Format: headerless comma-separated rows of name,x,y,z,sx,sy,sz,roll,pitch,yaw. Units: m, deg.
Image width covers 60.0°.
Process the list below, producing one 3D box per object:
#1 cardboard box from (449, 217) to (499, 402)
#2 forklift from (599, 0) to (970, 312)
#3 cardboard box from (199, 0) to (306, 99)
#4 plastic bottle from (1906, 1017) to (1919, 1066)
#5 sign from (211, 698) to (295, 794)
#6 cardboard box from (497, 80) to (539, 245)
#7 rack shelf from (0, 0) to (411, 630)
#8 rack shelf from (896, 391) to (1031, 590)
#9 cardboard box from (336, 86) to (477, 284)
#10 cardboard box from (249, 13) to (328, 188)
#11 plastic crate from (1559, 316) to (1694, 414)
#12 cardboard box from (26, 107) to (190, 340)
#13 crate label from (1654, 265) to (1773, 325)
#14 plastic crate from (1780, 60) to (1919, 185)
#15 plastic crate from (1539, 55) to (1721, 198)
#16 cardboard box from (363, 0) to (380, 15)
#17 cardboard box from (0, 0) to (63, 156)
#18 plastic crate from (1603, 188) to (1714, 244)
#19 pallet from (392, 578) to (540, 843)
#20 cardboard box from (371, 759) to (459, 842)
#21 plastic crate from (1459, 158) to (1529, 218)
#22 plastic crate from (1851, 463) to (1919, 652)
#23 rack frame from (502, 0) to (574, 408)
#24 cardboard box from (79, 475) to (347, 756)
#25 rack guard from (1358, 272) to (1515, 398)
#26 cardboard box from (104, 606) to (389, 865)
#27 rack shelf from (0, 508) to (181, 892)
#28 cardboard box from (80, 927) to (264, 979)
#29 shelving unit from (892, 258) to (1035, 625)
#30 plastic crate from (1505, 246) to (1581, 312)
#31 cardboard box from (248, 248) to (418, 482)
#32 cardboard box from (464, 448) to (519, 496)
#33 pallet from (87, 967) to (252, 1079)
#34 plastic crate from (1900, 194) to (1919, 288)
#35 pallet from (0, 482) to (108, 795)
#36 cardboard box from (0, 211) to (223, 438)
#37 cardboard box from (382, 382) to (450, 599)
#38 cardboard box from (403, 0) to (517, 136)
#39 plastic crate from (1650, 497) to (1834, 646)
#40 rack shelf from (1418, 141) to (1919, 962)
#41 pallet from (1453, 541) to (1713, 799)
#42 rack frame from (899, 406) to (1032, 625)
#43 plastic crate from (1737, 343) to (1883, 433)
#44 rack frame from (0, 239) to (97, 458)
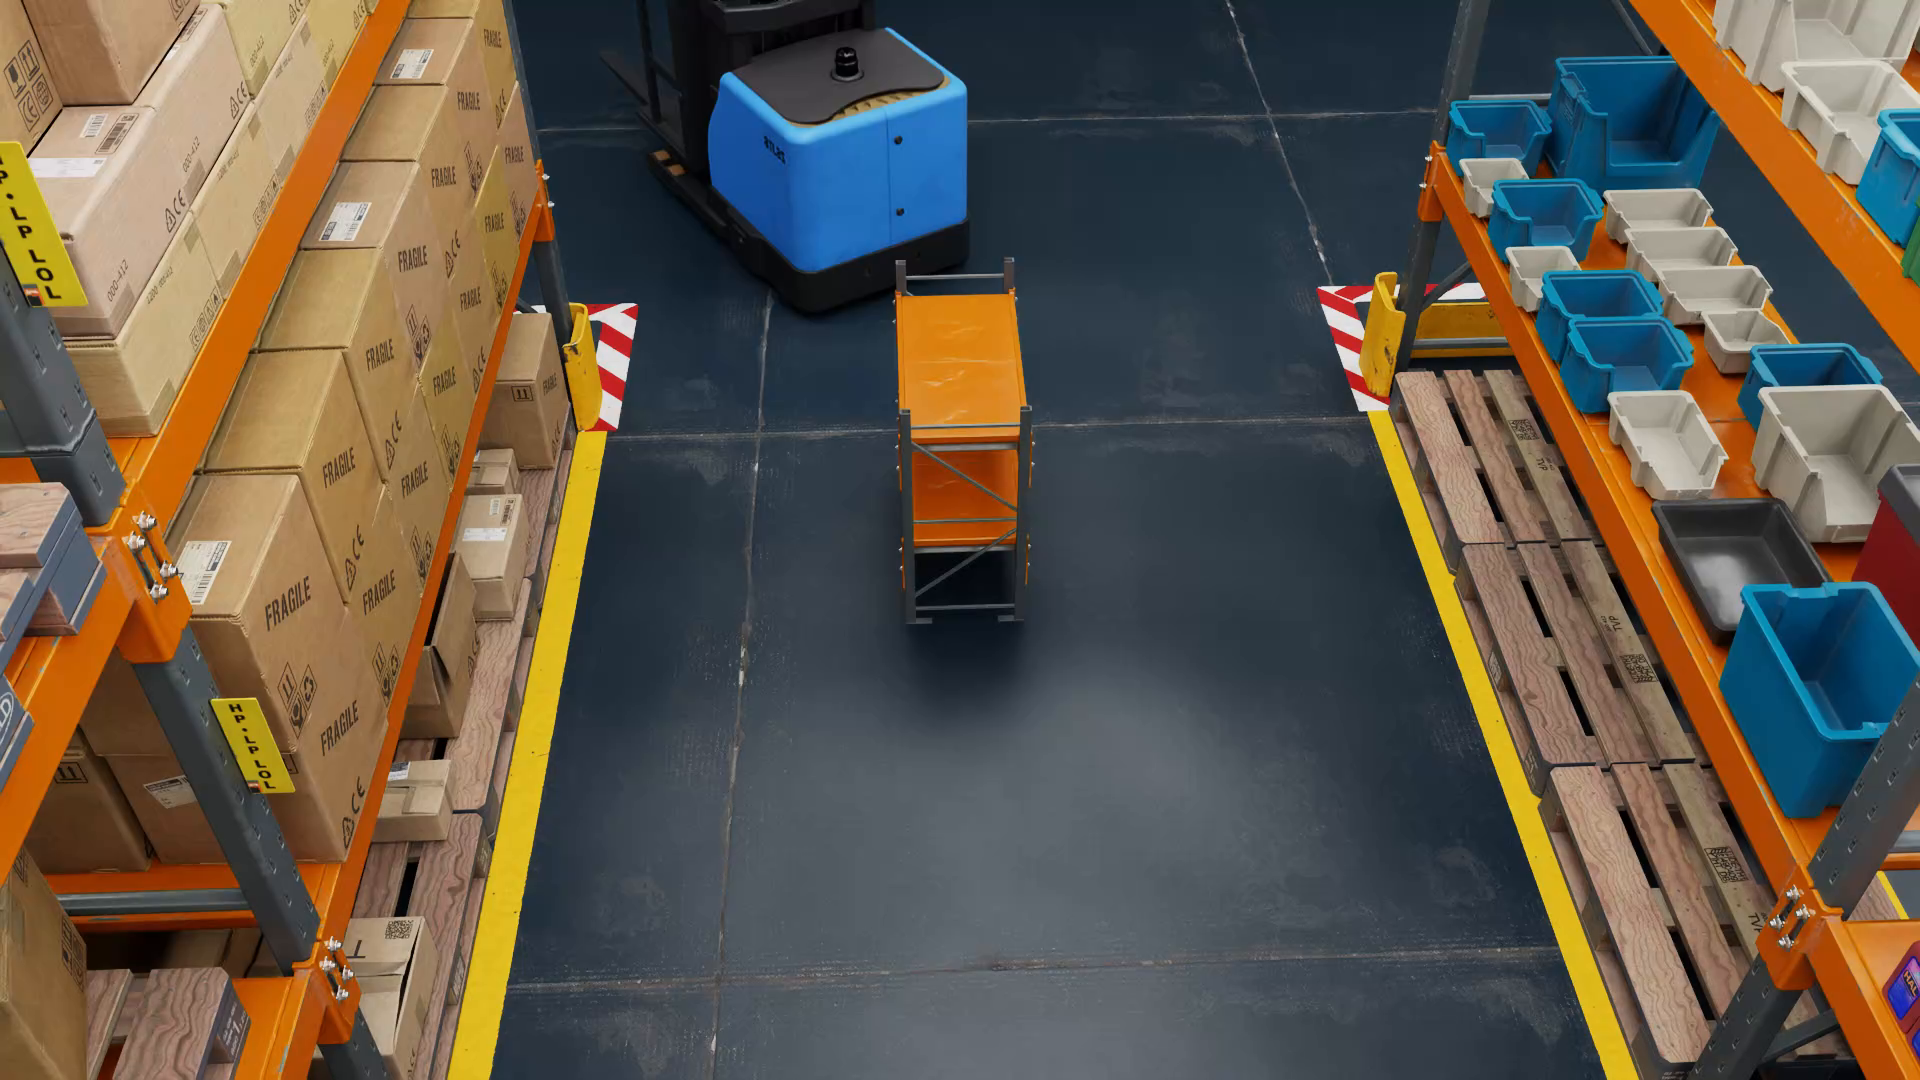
cardboard box,-2.008,-0.837,6.018,0.500,0.500,0.500,-1,43,-1
forklift,-1.164,-3.227,8.751,1.130,2.935,3.031,-23,47,-23
cardboard box,-1.975,-1.326,4.148,0.500,0.250,0.500,-2,43,-2
plastic bottle,2.374,1.172,3.987,0.061,0.283,0.133,-2,43,-2
sign,-1.616,0.474,3.806,0.100,0.325,0.005,-2,43,-2
cardboard box,-2.049,-1.524,6.768,0.500,0.500,0.500,0,43,0
rack shelf,-2.255,-1.272,4.880,1.077,0.370,4.000,-2,43,-2
rack shelf,0.000,-0.239,7.190,0.538,0.278,1.000,-2,43,-2
cardboard box,-1.997,-1.203,5.679,0.500,0.500,0.500,-1,43,-1
cardboard box,-1.981,-1.142,4.317,0.500,0.250,0.500,-2,43,-2
plastic crate,2.359,-0.614,5.929,0.416,0.233,0.300,-2,43,-2
cardboard box,-1.943,-0.651,3.411,0.500,0.250,0.500,-2,43,-2
crate label,2.859,-0.917,6.331,0.396,0.136,0.243,-2,43,-2
plastic crate,2.345,-1.077,4.330,0.293,0.136,0.466,-2,43,-2
plastic crate,2.810,-1.735,7.002,0.616,0.435,0.499,-2,43,-2
cardboard box,-2.010,-1.817,5.054,0.500,0.250,0.500,-2,43,-2
cardboard box,-2.229,-0.919,3.149,0.700,0.500,0.500,-2,43,-2
plastic crate,2.825,-1.301,6.749,0.396,0.136,0.243,-2,43,-2
pallet,-2.253,0.658,6.526,1.003,0.211,1.213,-2,43,-2
cardboard box,-2.019,0.928,5.939,0.380,0.166,0.250,-2,43,-2
plastic crate,2.222,-1.451,6.913,0.250,0.136,0.298,-2,43,-2
plastic crate,2.992,0.124,4.953,0.402,0.464,0.583,-2,43,-2
rack frame,-2.340,-1.781,7.123,1.000,3.000,0.127,-2,43,-2
cardboard box,-1.909,0.187,4.161,0.500,0.500,0.500,-1,43,-1
rack guard,2.595,-1.015,8.137,1.175,0.500,0.348,-2,43,-2
cardboard box,-1.920,0.530,4.527,0.500,0.500,0.500,-1,43,-1
rack shelf,-2.085,1.429,1.934,1.077,0.370,4.000,-2,43,-2
cardboard box,-2.478,1.302,5.284,0.500,0.500,0.500,-2,43,-2
shelving unit,0.000,-0.419,7.025,0.538,1.125,1.048,-2,43,-2
plastic crate,2.250,-0.993,6.414,0.250,0.136,0.298,-2,43,-2
cardboard box,-1.953,-0.508,4.920,0.500,0.500,0.500,-3,43,-3
cardboard box,-2.143,-0.263,7.238,0.380,0.166,0.250,-2,43,-2
pallet,-2.245,1.532,3.650,1.003,0.211,1.213,-2,43,-2
plastic crate,2.459,-0.526,3.690,0.450,0.188,0.662,-2,43,-2
pallet,-2.213,0.325,2.745,1.213,0.211,1.003,-2,43,-2
cardboard box,-1.944,-0.467,3.580,0.500,0.250,0.500,-2,43,-2
cardboard box,-1.963,-0.153,5.273,0.500,0.500,0.500,-2,43,-2
cardboard box,-2.046,-1.894,6.432,0.500,0.500,0.500,-2,43,-2
plastic crate,2.463,0.111,5.218,0.437,0.125,0.590,-2,43,-2
rack shelf,2.694,-0.306,6.046,1.077,0.370,4.000,-2,43,-2
pallet,2.654,0.486,6.713,1.003,0.211,1.213,-2,43,-2
rack frame,0.021,-0.076,6.650,0.500,1.125,0.032,-2,43,-2
plastic crate,2.952,-0.502,5.807,0.416,0.233,0.300,-2,43,-2
rack frame,-2.170,-1.292,2.150,1.000,3.000,0.127,-2,43,-2
